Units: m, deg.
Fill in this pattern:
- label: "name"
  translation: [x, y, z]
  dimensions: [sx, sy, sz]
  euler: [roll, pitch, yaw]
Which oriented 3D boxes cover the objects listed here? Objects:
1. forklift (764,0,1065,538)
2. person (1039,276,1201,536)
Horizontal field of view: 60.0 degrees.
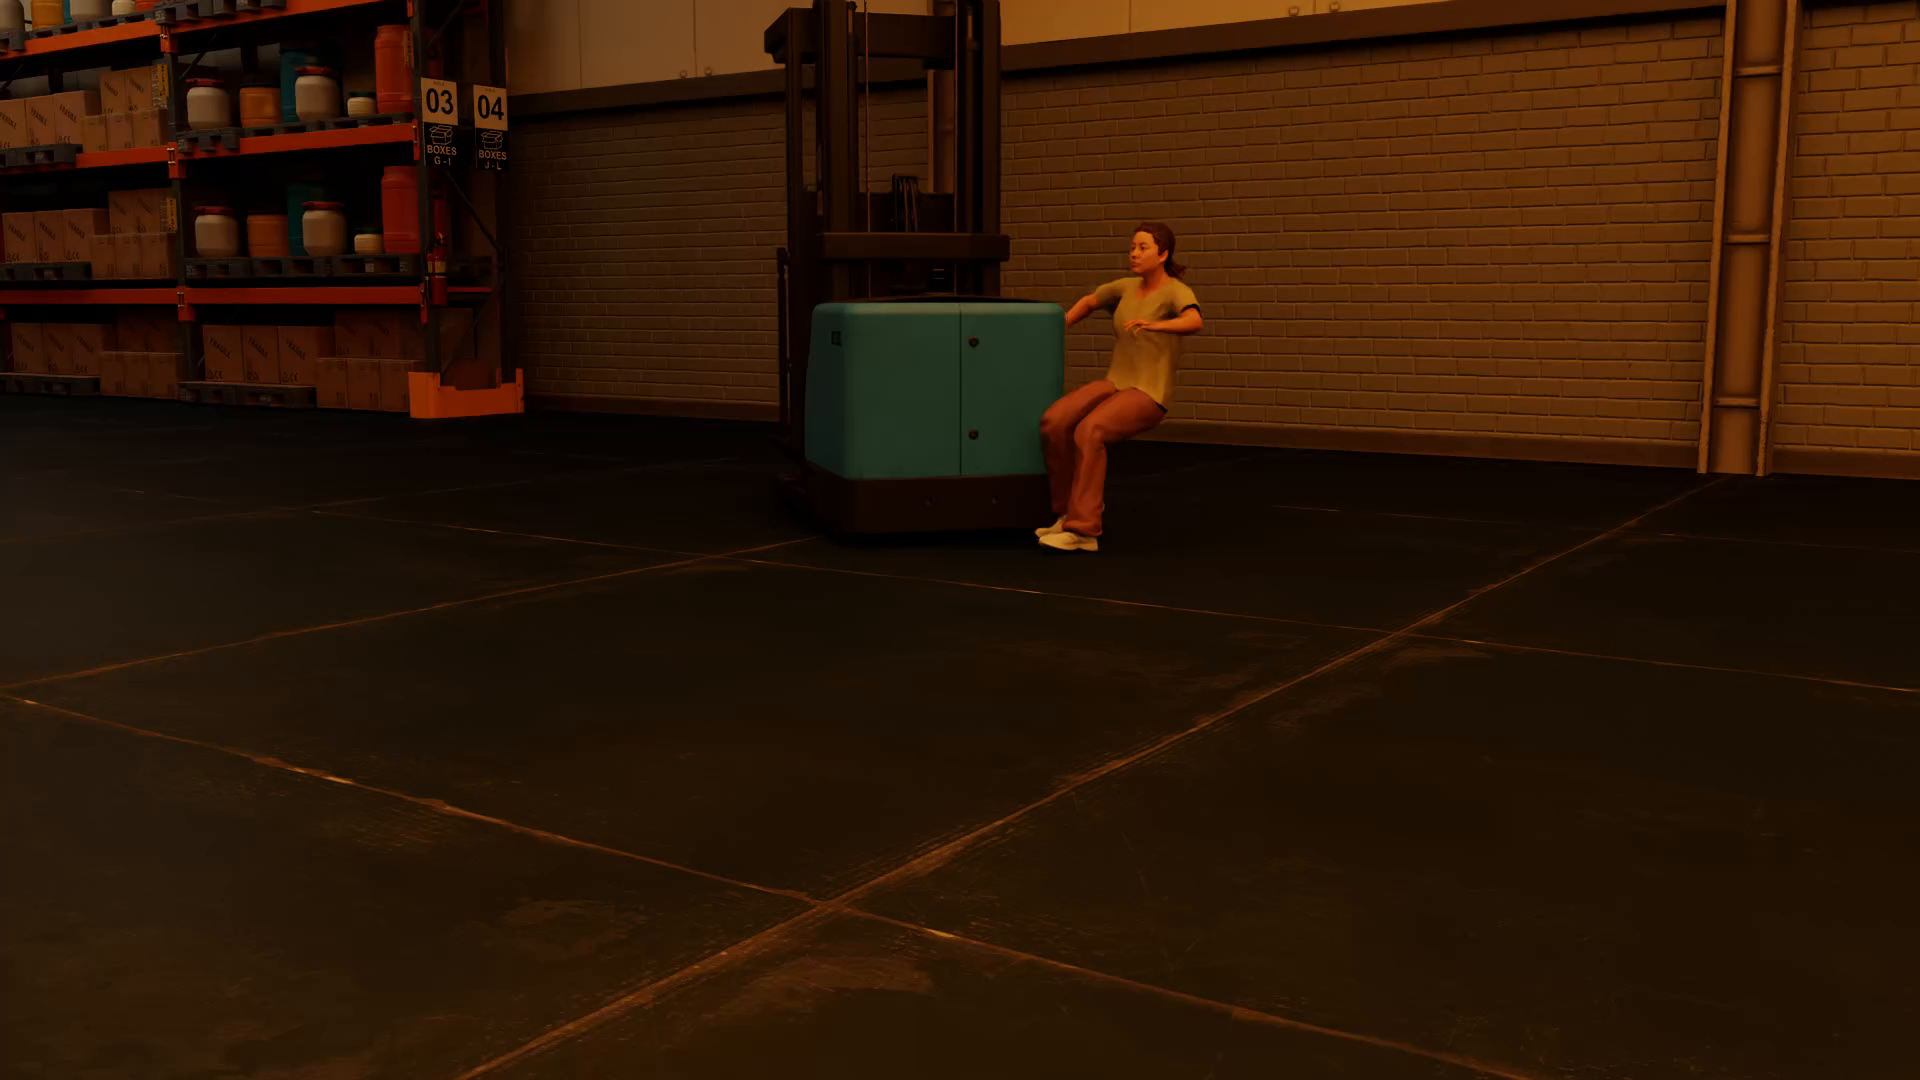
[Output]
- label: "forklift"
  translation: [-0.396, -1.628, 8.644]
  dimensions: [1.130, 2.935, 3.031]
  euler: [-2, 8, -15]
- label: "person"
  translation: [0.711, -0.603, 7.352]
  dimensions: [0.648, 1.134, 0.702]
  euler: [8, 11, 43]
